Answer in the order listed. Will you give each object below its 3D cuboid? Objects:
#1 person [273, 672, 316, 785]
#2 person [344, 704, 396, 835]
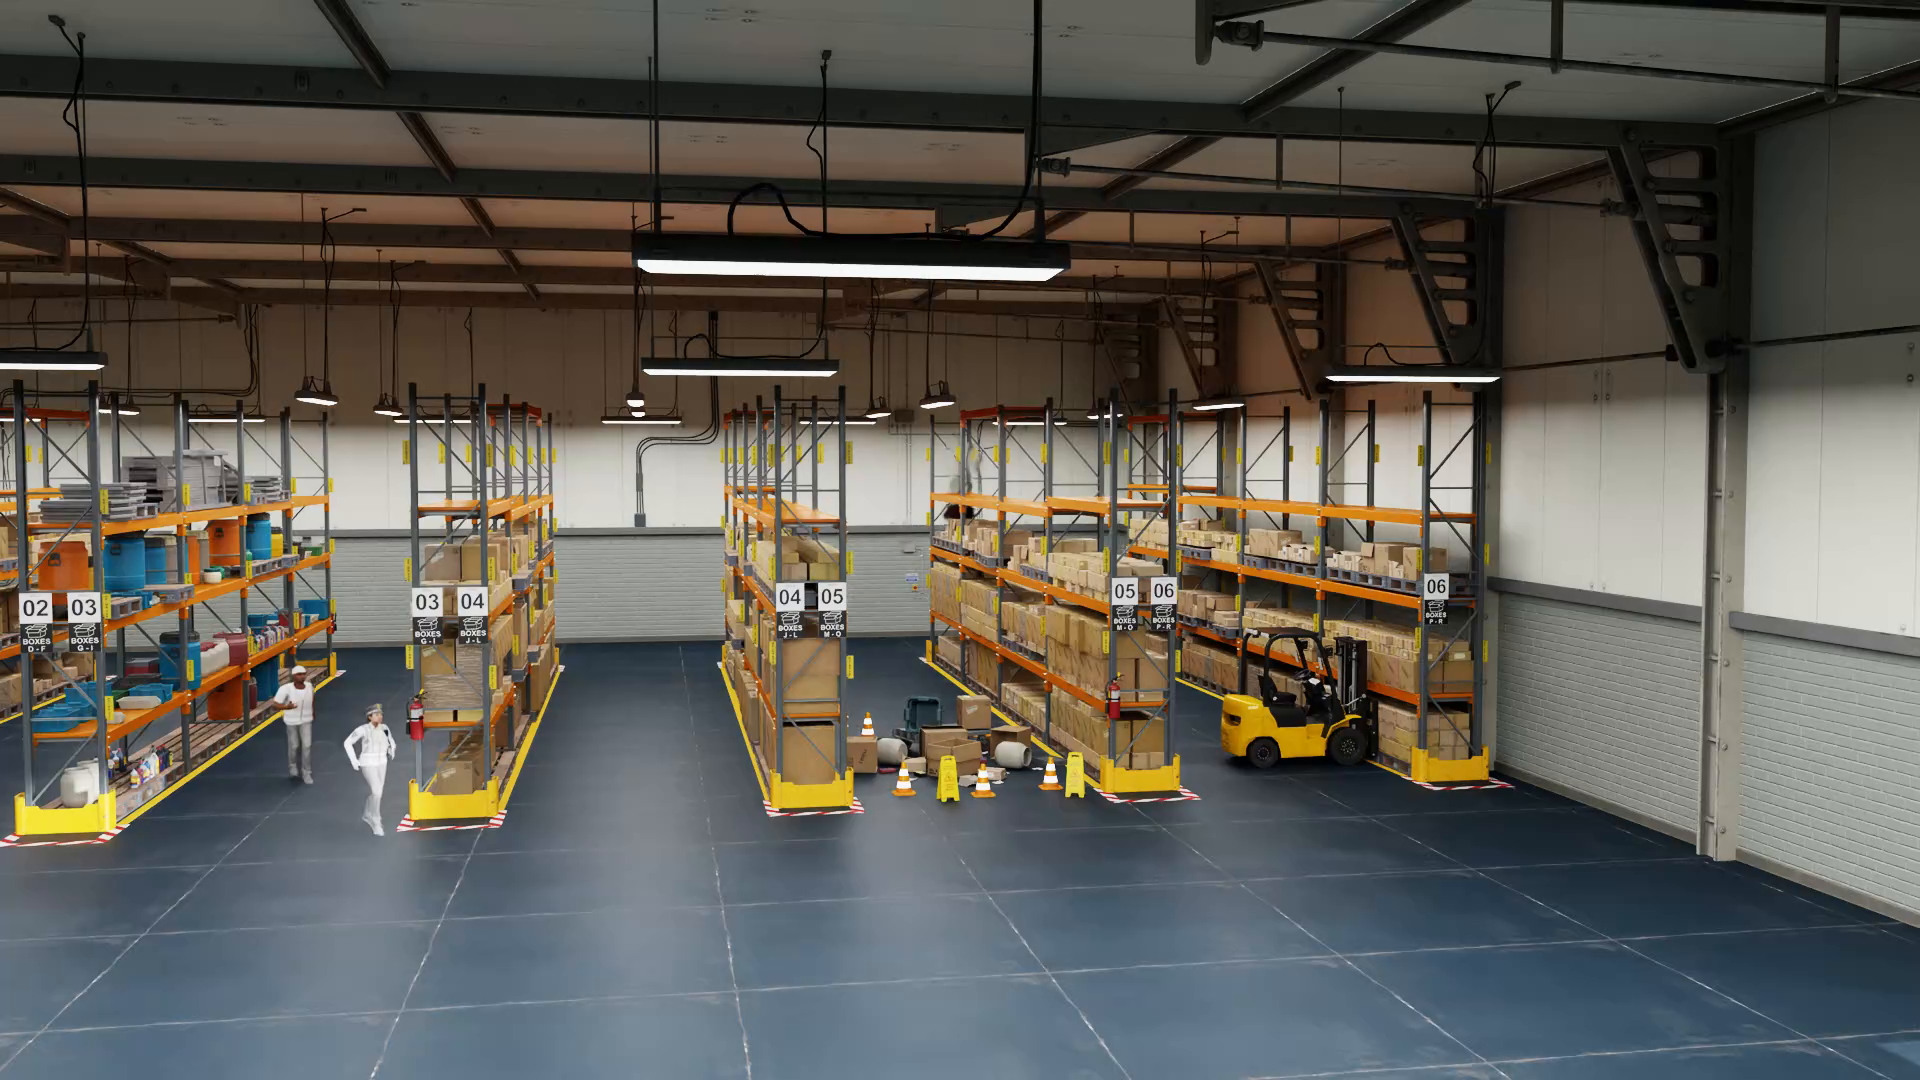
[{"bbox_3d":[-10.187,2.849,25.522,0.670,1.759,0.869,-2,4,-36],"label":"person"},{"bbox_3d":[-7.807,3.048,22.155,0.712,1.755,0.621,2,4,36],"label":"person"}]
